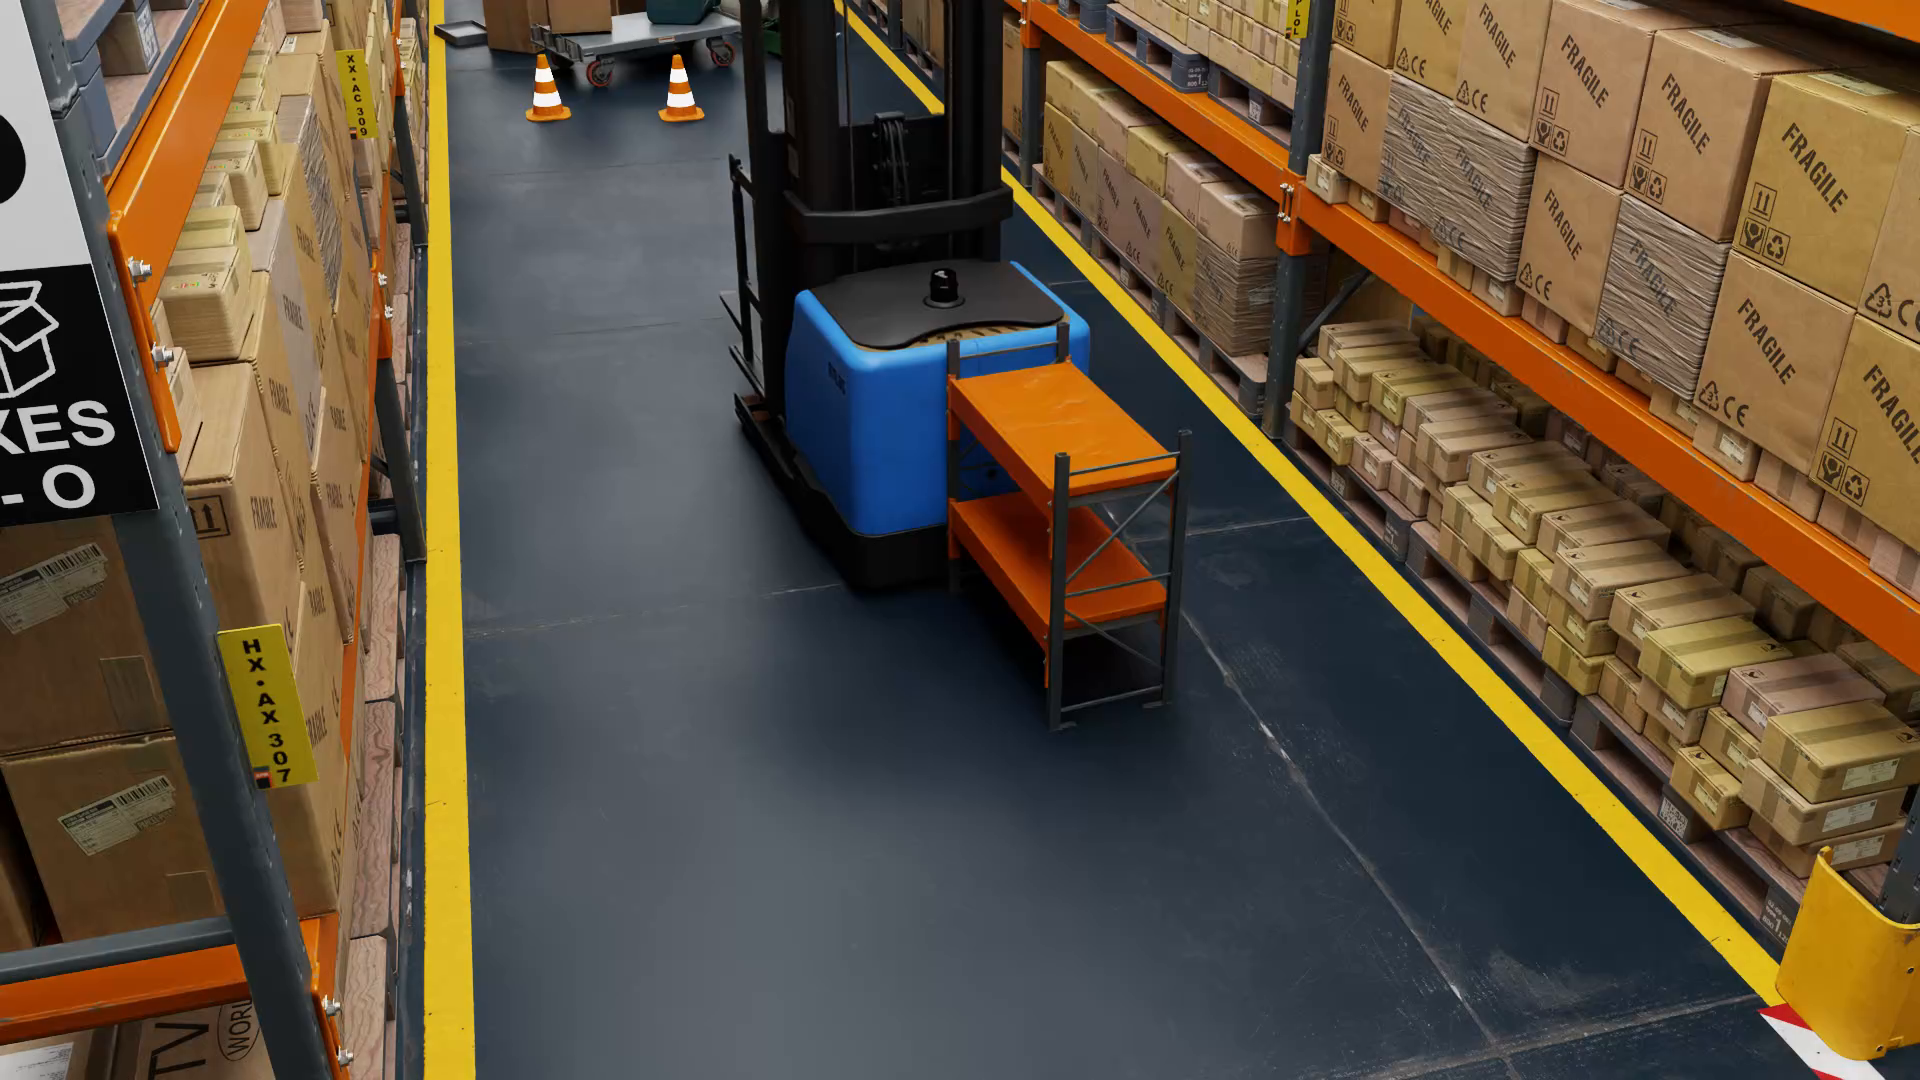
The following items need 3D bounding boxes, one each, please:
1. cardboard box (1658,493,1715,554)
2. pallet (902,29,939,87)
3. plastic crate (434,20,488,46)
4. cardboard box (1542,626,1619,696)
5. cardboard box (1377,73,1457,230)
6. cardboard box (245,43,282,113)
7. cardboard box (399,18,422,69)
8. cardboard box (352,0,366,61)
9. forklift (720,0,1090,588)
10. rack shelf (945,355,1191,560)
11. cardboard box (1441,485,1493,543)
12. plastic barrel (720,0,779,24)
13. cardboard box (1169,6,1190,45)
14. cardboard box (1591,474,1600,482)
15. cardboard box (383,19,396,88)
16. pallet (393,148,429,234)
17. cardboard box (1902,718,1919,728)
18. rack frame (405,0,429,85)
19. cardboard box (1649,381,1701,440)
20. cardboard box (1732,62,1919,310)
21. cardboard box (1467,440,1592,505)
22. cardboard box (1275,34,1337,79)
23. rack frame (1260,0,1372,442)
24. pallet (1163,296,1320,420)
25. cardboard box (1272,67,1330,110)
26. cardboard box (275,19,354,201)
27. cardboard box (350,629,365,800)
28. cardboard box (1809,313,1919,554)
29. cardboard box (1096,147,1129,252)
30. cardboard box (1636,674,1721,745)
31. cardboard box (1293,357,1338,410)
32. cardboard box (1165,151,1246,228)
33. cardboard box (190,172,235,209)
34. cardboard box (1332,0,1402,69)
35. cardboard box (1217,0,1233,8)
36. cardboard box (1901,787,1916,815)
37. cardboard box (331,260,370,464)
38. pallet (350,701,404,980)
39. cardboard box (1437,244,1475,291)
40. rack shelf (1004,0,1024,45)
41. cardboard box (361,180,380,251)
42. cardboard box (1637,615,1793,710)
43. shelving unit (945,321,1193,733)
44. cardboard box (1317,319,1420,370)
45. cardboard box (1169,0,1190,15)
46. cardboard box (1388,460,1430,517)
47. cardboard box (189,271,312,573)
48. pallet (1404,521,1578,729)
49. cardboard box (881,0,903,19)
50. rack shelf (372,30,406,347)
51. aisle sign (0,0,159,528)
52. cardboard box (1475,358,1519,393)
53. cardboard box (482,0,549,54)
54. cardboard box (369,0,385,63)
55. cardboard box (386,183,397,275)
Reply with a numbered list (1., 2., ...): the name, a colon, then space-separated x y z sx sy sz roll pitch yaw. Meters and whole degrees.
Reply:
1. cardboard box: 2.859 -0.077 6.222 0.380 0.149 0.250 -7 31 -13
2. pallet: 0.131 -4.167 14.239 1.003 0.211 1.213 -8 31 -13
3. plastic crate: -4.518 -4.633 15.175 0.402 0.080 0.583 -20 35 -30
4. cardboard box: 2.339 0.403 5.987 0.380 0.149 0.250 -9 31 -15
5. cardboard box: 2.004 -1.534 6.509 0.500 0.500 0.500 -8 31 -13
6. cardboard box: -2.172 -1.317 4.785 0.380 0.149 0.250 -8 31 -14
7. cardboard box: -4.750 -3.821 13.061 0.950 0.372 0.625 -7 31 -13
8. cardboard box: -2.901 -2.377 7.265 0.500 0.500 0.500 -9 31 -15
9. forklift: -0.465 -1.798 7.430 1.130 2.935 3.031 -11 32 -18
10. rack shelf: 0.370 -0.328 6.110 0.538 0.278 1.000 -11 32 -18
11. cardboard box: 2.143 -0.112 6.578 0.380 0.149 0.250 -8 31 -14
12. plastic barrel: -1.926 -4.966 15.406 0.512 0.421 0.421 13 32 21
13. cardboard box: 1.332 -2.740 8.821 0.380 0.149 0.250 -7 31 -11
14. cardboard box: 2.649 -0.197 6.725 0.380 0.149 0.250 -9 31 -16
15. cardboard box: -3.295 -2.578 8.860 0.500 0.250 0.500 -7 31 -12
16. pallet: -4.036 -2.268 10.958 1.003 0.211 1.213 -8 31 -13
17. cardboard box: 3.129 0.556 5.426 0.380 0.149 0.250 -8 31 -14
18. rack frame: -4.892 -5.030 12.945 1.000 3.000 0.127 -8 31 -13
19. cardboard box: 2.437 -0.448 5.280 0.380 0.149 0.250 -9 31 -15
20. cardboard box: 2.543 -0.978 4.551 0.500 0.500 0.500 -9 31 -15
21. cardboard box: 2.231 -0.250 6.521 0.380 0.149 0.250 -9 31 -15
22. cardboard box: 1.681 -2.240 7.661 0.380 0.149 0.250 -7 31 -12
23. rack frame: 1.977 -1.873 7.491 1.000 3.000 0.127 -8 31 -13
24. pallet: 1.769 -1.042 8.839 1.003 0.211 1.213 -8 31 -13
25. cardboard box: 1.681 -2.111 7.735 0.380 0.149 0.250 -9 31 -14
26. cardboard box: -2.377 -1.451 5.664 0.500 0.500 0.500 -8 31 -14
27. cardboard box: -2.467 0.511 5.511 0.875 0.438 0.875 -9 31 -15
28. cardboard box: 2.671 -0.296 4.370 0.500 0.500 0.500 -7 31 -12
29. cardboard box: 1.135 -2.039 9.855 0.500 0.500 0.500 -9 31 -15
30. cardboard box: 2.484 0.515 5.496 0.380 0.149 0.250 -9 31 -15
31. cardboard box: 1.765 -0.732 7.650 0.380 0.149 0.250 -6 31 -11
32. cardboard box: 1.412 -1.873 8.820 0.500 0.250 0.500 -6 31 -11
33. cardboard box: -1.839 -0.701 3.722 0.380 0.149 0.250 -8 31 -13
34. cardboard box: 1.862 -2.227 6.709 0.500 0.500 0.500 -7 31 -12
35. cardboard box: 1.474 -2.753 8.249 0.380 0.149 0.250 -8 31 -13
36. cardboard box: 3.208 0.816 5.273 0.380 0.149 0.250 -7 31 -12
37. cardboard box: -2.110 -0.530 5.072 0.500 0.500 0.500 -8 31 -14
38. pallet: -2.315 1.009 5.296 1.003 0.211 1.213 -8 31 -13
39. cardboard box: 2.069 -1.084 6.380 0.380 0.149 0.250 -7 31 -12
40. rack shelf: 0.384 -4.459 12.678 1.077 0.370 4.000 -8 31 -13
41. cardboard box: -2.631 -1.348 6.735 0.500 0.250 0.500 -9 31 -14
42. cardboard box: 2.451 0.395 5.407 0.380 0.149 0.250 -9 31 -14
43. shelving unit: 0.370 -0.075 6.256 0.538 1.125 1.048 -11 32 -18
44. cardboard box: 1.869 -0.884 7.616 0.380 0.149 0.250 -7 31 -11
45. cardboard box: 1.328 -2.877 8.760 0.380 0.149 0.250 -8 31 -13
46. cardboard box: 2.066 -0.244 7.105 0.380 0.149 0.250 -8 31 -14
47. cardboard box: -1.704 -0.228 3.552 0.500 0.500 0.500 -9 31 -15
48. pallet: 2.517 0.244 6.617 1.003 0.211 1.213 -8 31 -13
49. cardboard box: -0.246 -5.312 15.135 0.875 0.875 0.875 -7 31 -13
50. rack shelf: -3.299 -1.820 8.119 1.077 0.370 4.000 -8 31 -13
51. aisle sign: -1.408 -0.363 2.287 0.394 0.787 0.004 -8 31 -13
52. cardboard box: 2.501 -0.703 7.304 0.380 0.149 0.250 -8 31 -14
53. cardboard box: -3.865 -4.647 14.777 0.500 0.500 0.500 13 32 21
54. cardboard box: -3.162 -2.557 8.325 0.500 0.250 0.500 -9 31 -15
55. cardboard box: -3.727 -2.015 9.439 0.875 0.875 0.875 -8 31 -14
